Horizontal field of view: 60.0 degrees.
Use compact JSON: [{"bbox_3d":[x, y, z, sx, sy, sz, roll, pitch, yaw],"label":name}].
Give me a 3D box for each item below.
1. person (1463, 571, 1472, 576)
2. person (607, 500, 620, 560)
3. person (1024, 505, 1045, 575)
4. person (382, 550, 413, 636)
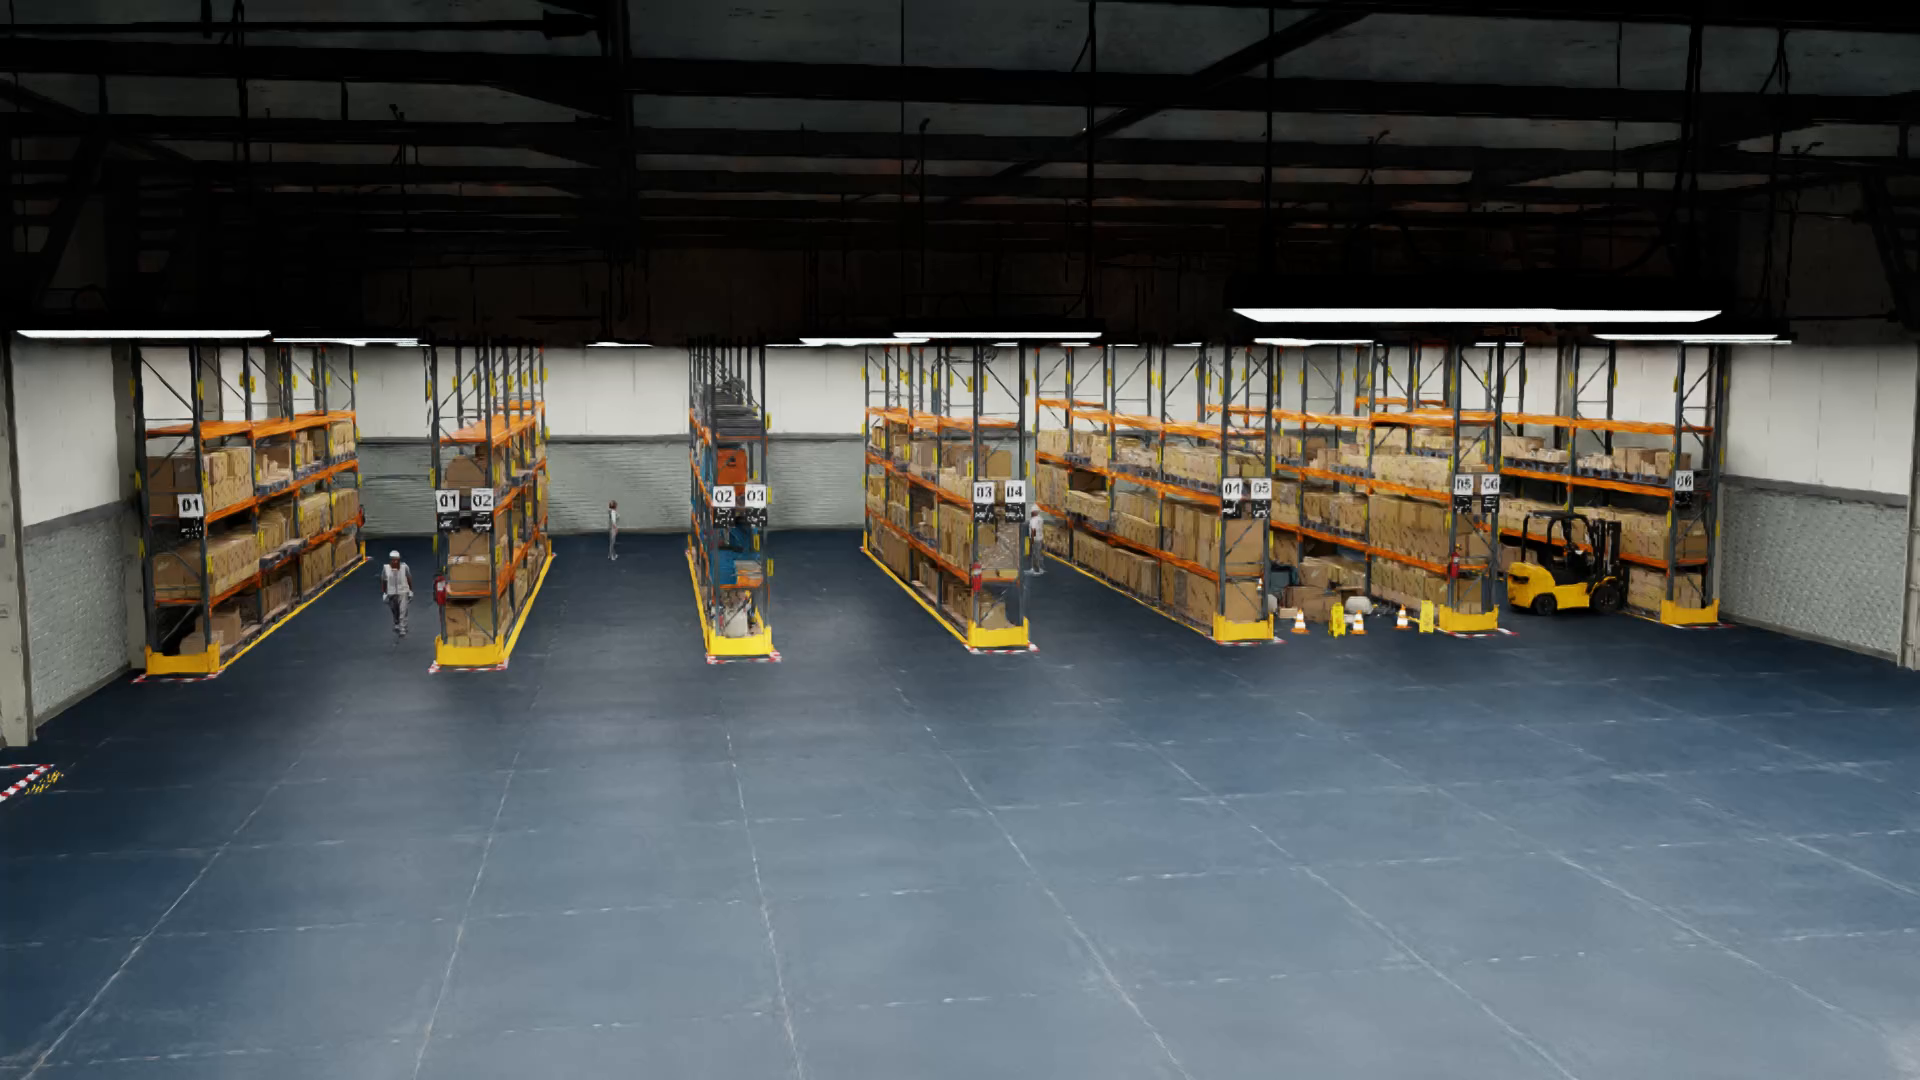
[{"bbox_3d":[11.416,0.623,37.537,0.449,1.599,0.467,2,7,21],"label":"person"},{"bbox_3d":[-9.456,-0.283,45.361,0.344,1.602,0.553,-2,7,-19],"label":"person"},{"bbox_3d":[1.890,-0.010,42.290,0.591,1.763,0.685,1,7,13],"label":"person"},{"bbox_3d":[-11.302,1.047,33.348,0.566,1.706,1.122,-1,7,-9],"label":"person"}]
